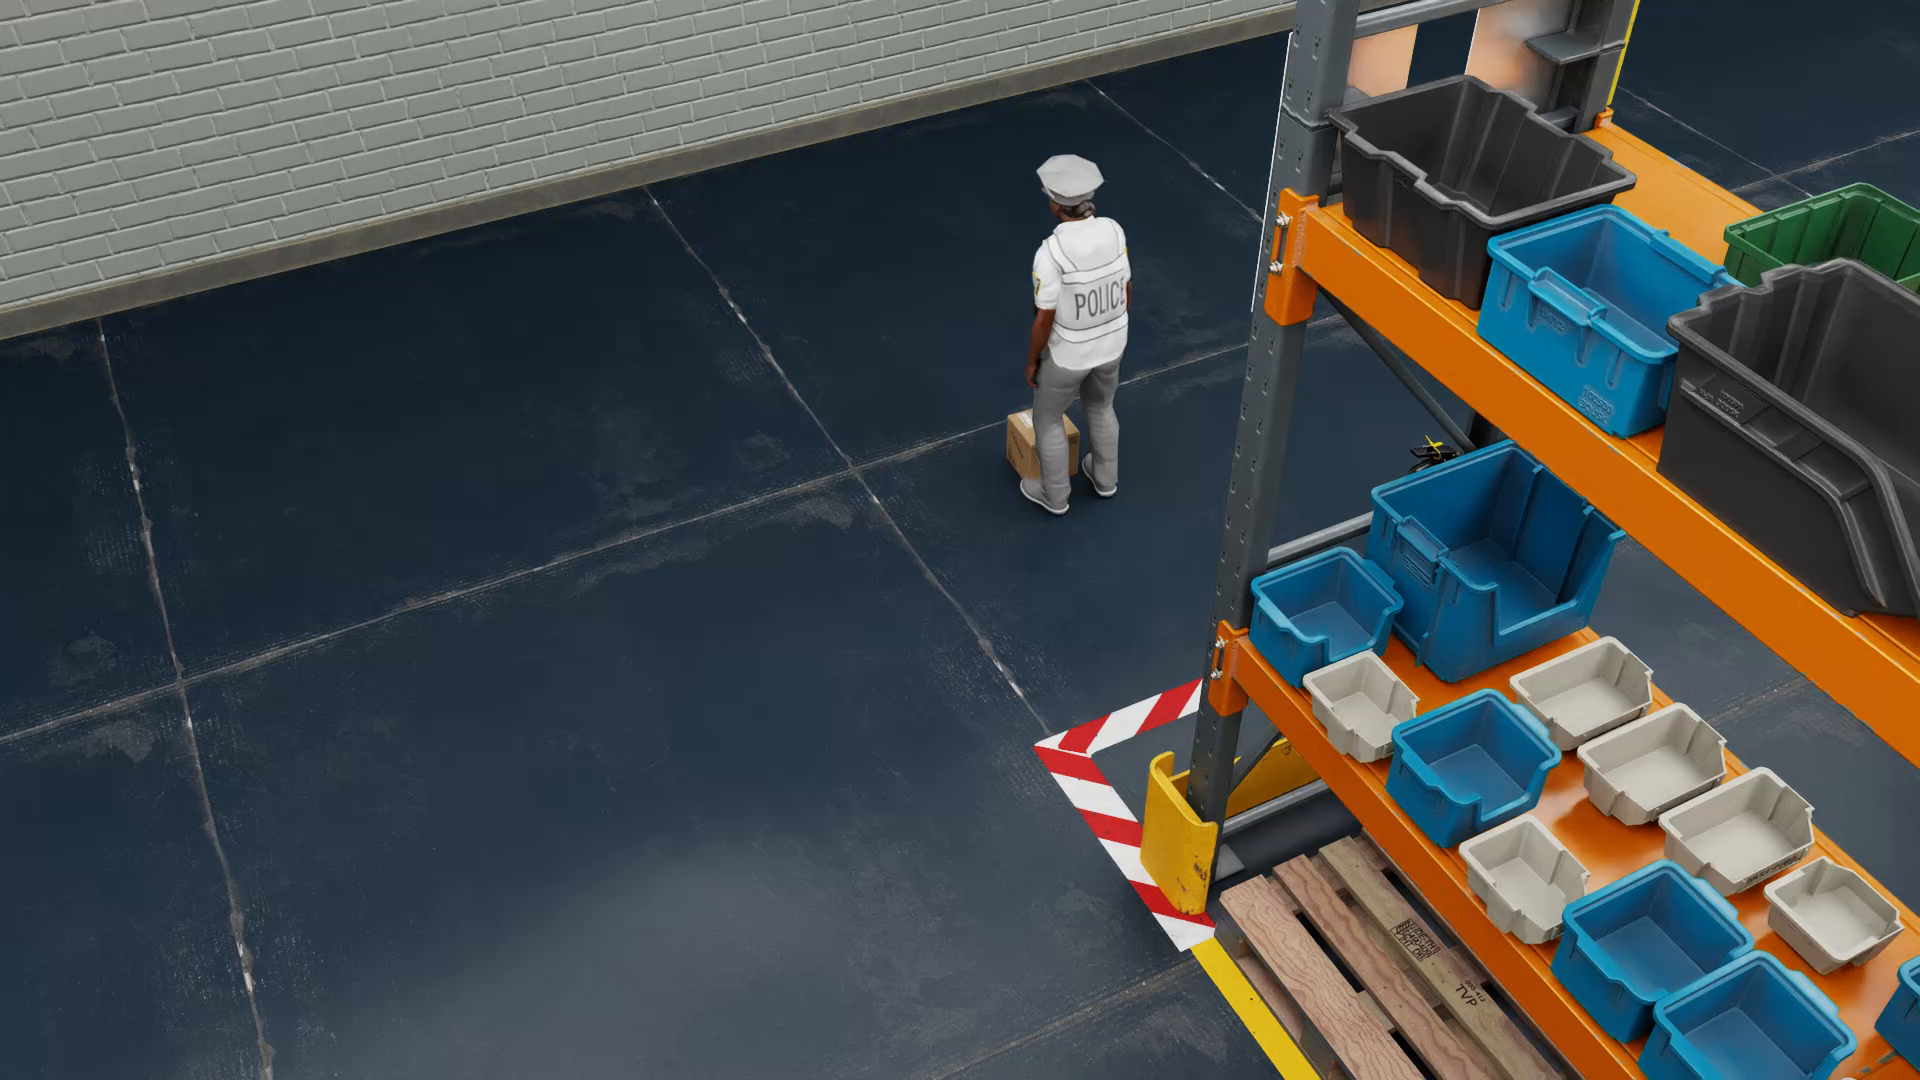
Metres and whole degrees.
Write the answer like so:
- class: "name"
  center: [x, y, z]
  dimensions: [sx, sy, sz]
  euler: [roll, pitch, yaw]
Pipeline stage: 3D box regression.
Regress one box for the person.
- class: "person"
  center: [0.503, -0.830, 7.098]
  dimensions: [0.521, 1.657, 0.395]
  euler: [-21, 46, -22]
